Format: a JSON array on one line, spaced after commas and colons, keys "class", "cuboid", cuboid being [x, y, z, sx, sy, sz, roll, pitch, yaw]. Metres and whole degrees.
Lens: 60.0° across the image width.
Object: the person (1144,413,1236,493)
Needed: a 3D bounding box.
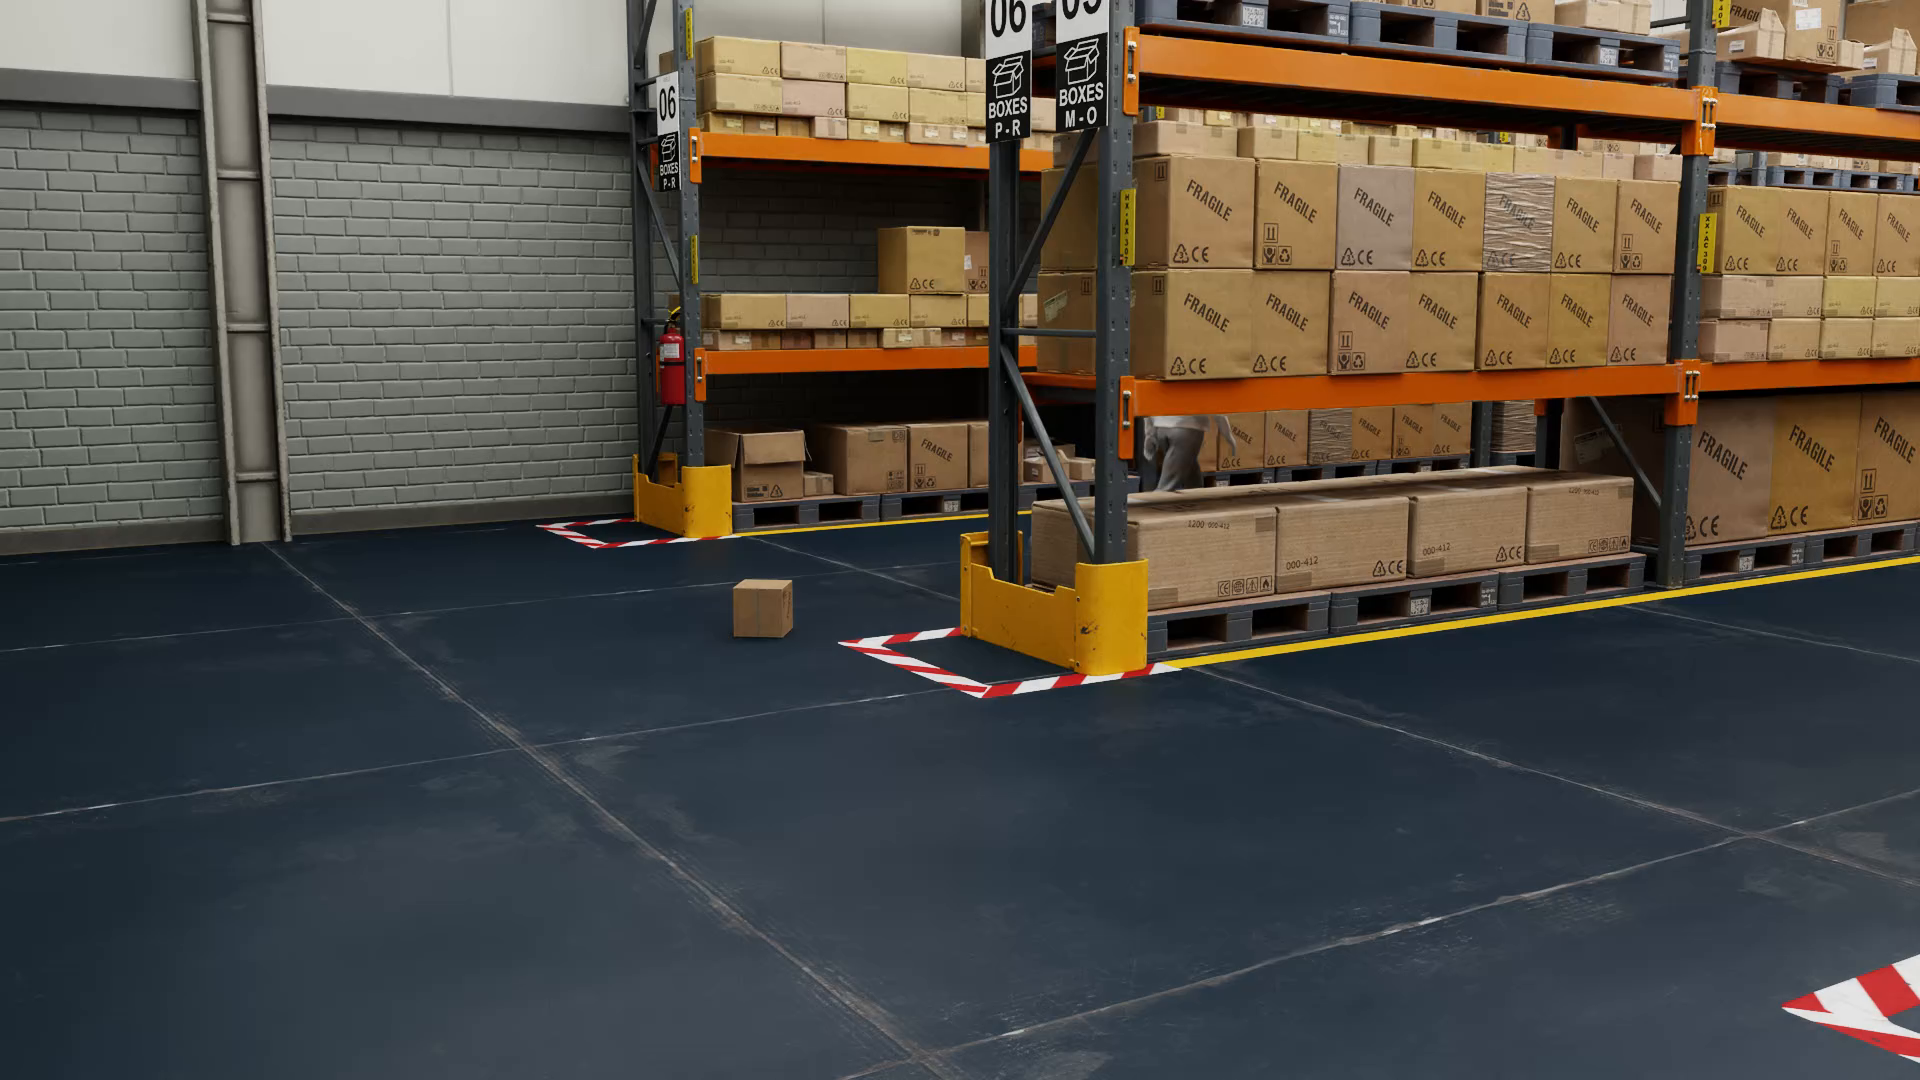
[{"class": "person", "cuboid": [1.451, -0.684, 10.393, 1.017, 1.619, 0.504, -5, 10, -30]}]
